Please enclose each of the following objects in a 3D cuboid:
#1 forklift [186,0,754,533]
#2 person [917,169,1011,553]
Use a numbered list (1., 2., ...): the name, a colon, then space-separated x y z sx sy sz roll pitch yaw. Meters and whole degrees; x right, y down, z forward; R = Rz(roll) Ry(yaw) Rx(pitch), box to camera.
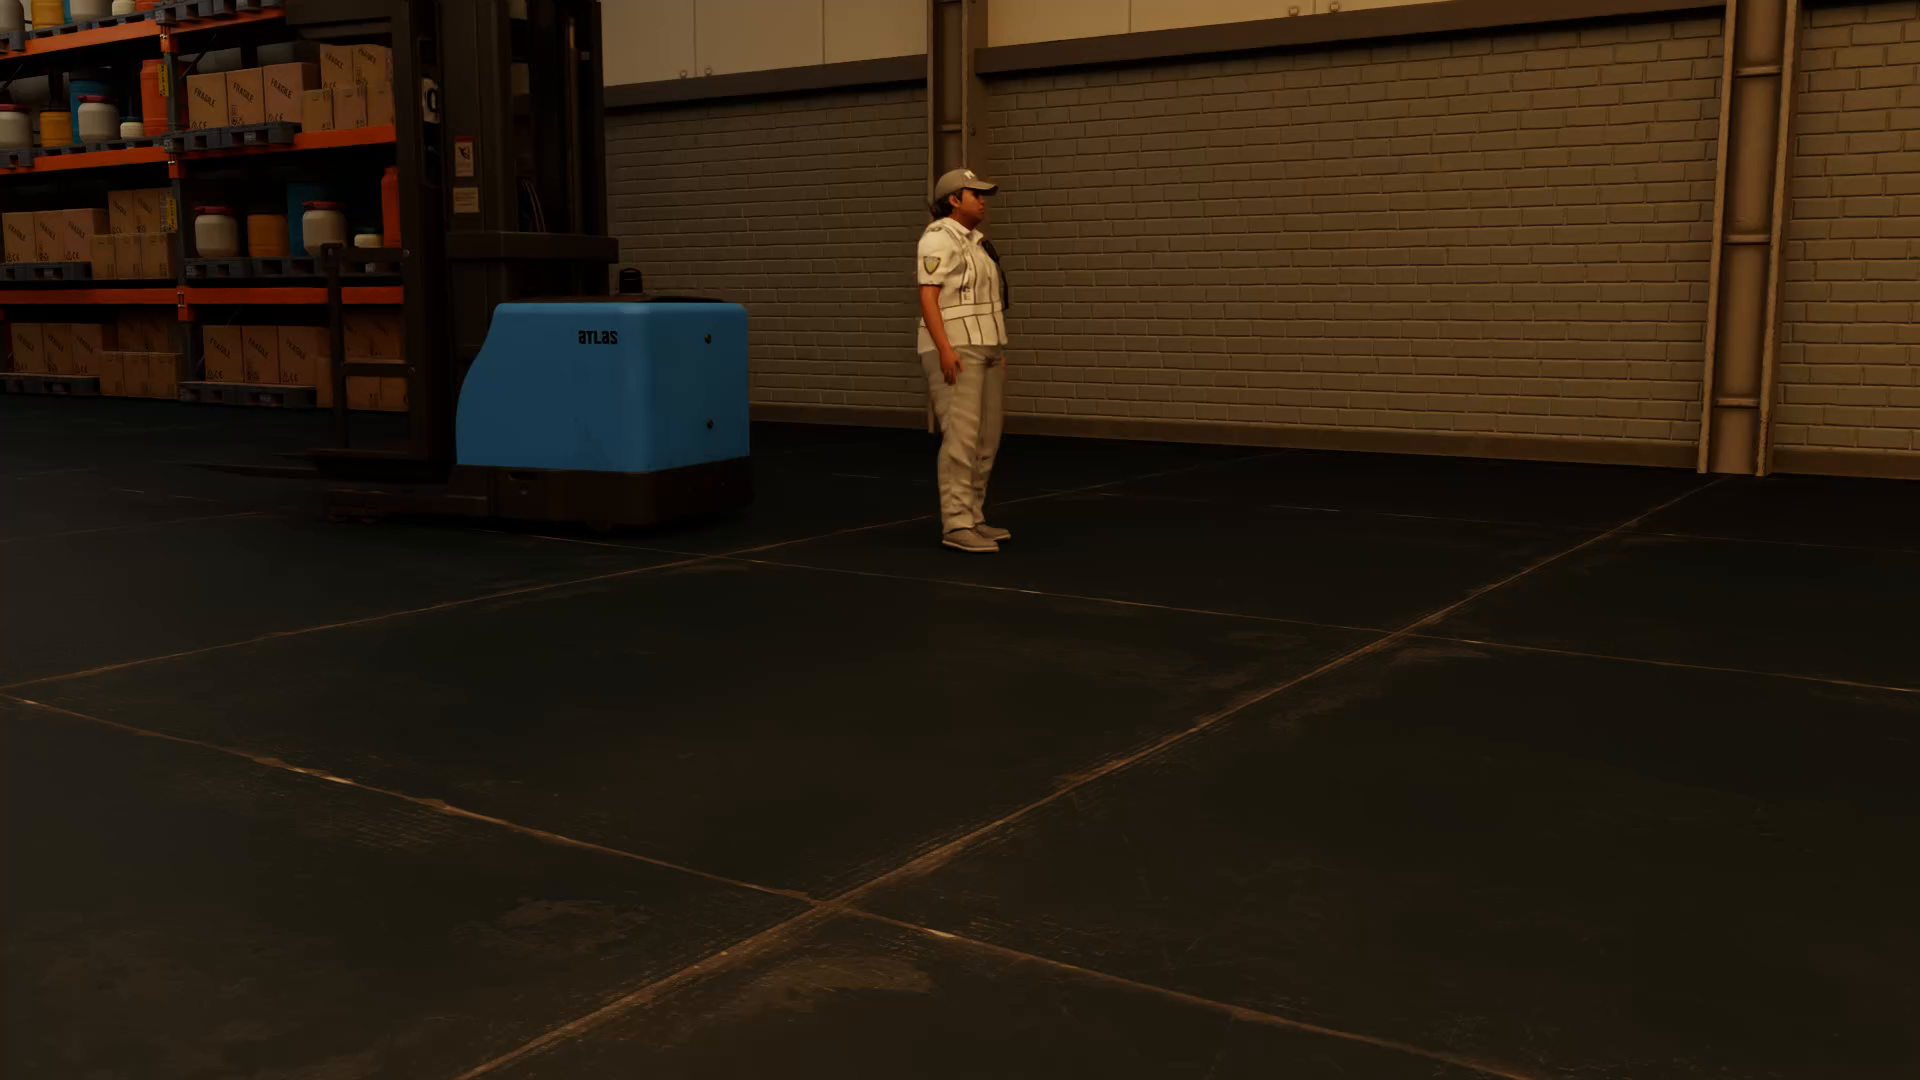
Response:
1. forklift: -2.608 -1.593 8.398 3.031 2.935 1.130 3 9 23
2. person: 0.058 -0.814 7.433 0.486 1.669 0.641 4 9 25
